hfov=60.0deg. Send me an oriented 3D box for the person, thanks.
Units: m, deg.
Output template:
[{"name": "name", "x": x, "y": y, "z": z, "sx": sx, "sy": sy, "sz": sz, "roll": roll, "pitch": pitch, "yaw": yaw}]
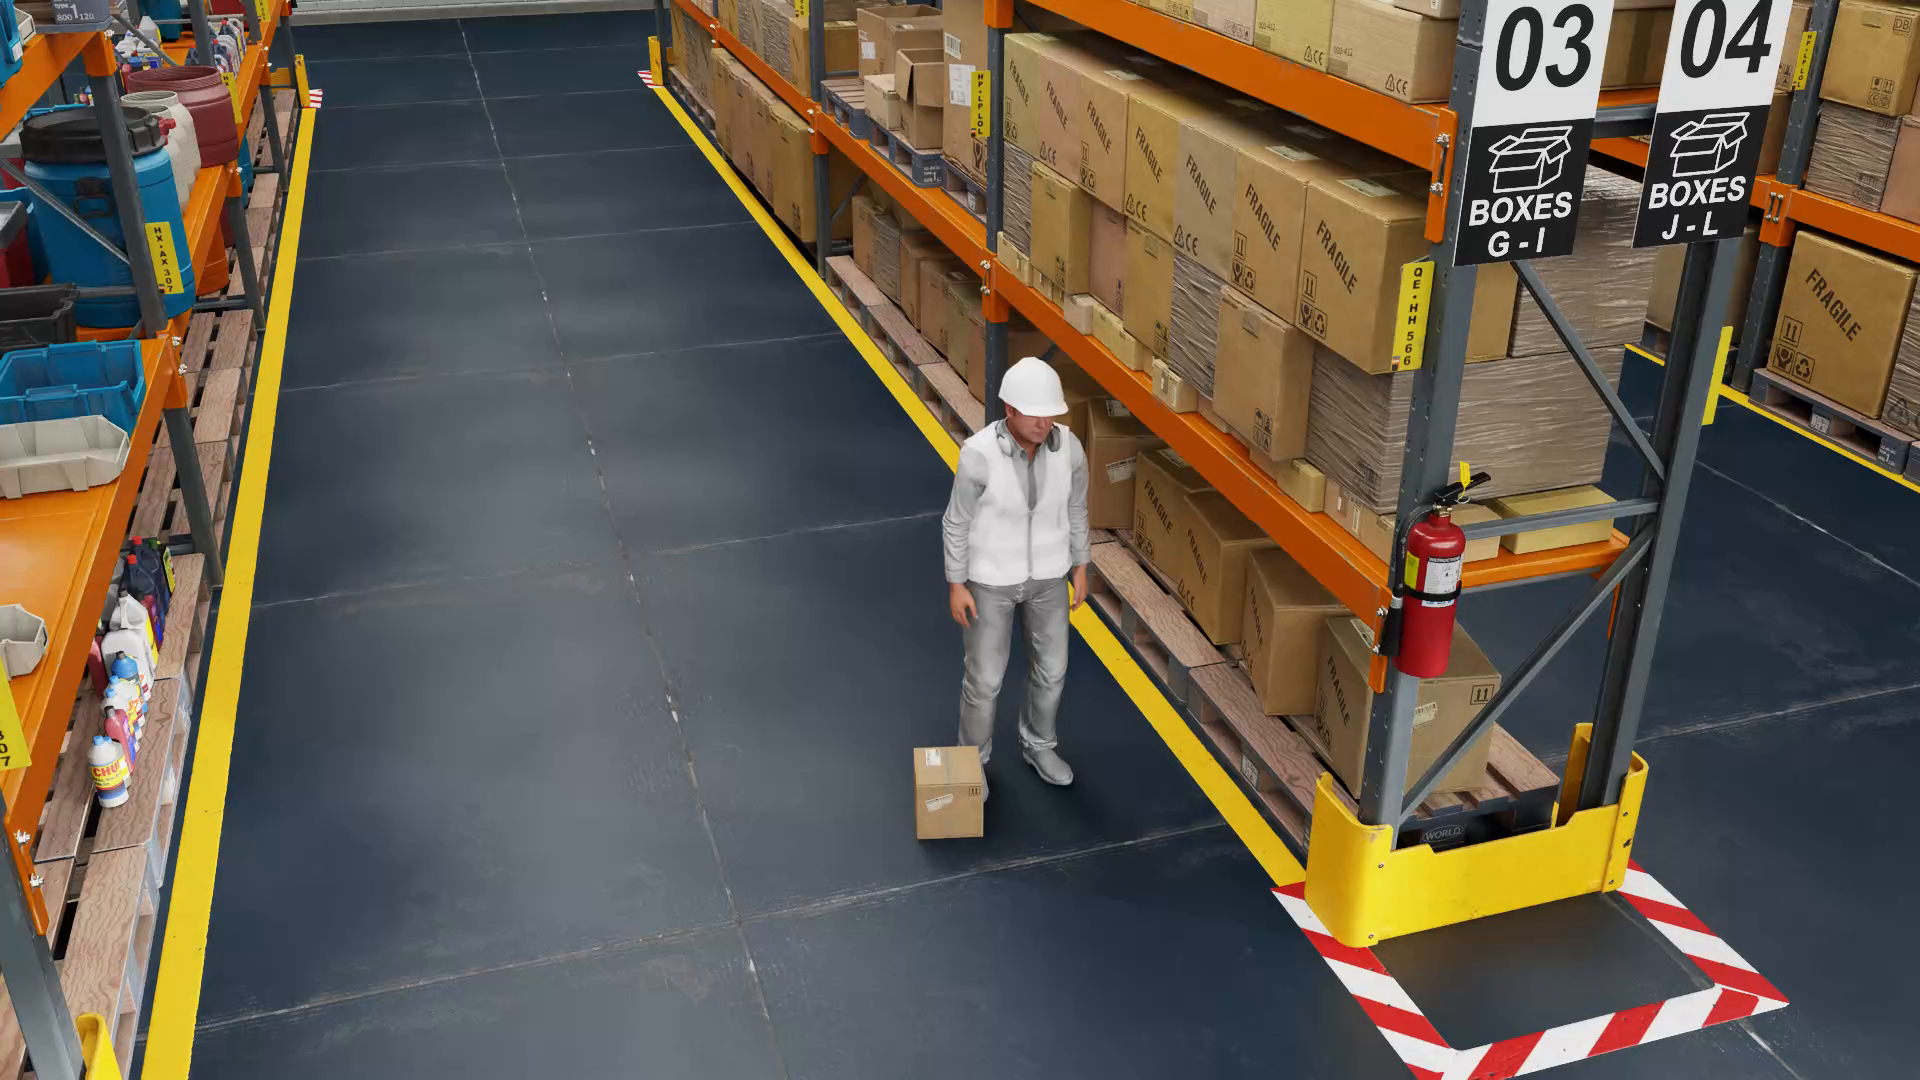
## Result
[{"name": "person", "x": 0.220, "y": 0.139, "z": 6.301, "sx": 0.581, "sy": 1.771, "sz": 0.461, "roll": -9, "pitch": 27, "yaw": -17}]
